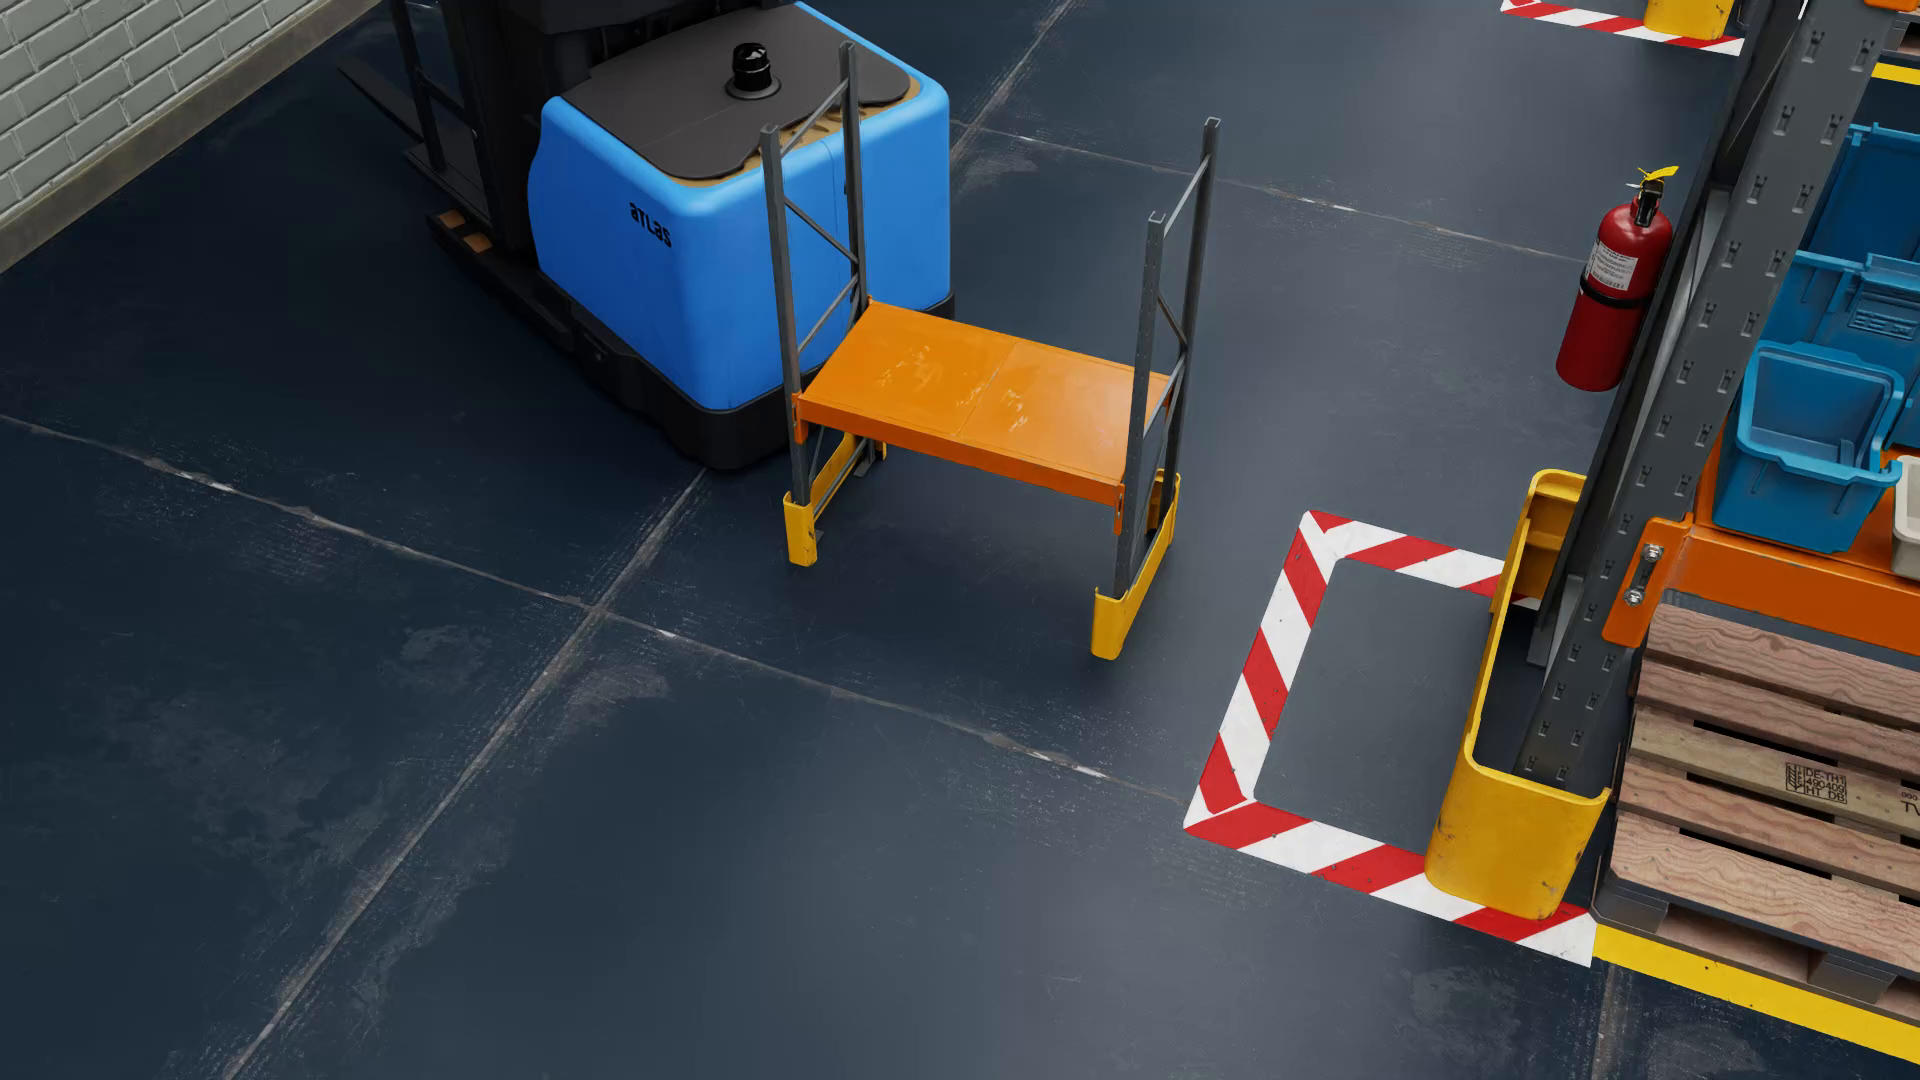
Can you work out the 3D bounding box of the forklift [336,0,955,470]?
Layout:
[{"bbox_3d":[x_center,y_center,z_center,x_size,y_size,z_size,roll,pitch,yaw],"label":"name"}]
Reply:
[{"bbox_3d":[-1.363,-2.232,5.415,1.130,2.935,3.031,-32,53,-28],"label":"forklift"}]

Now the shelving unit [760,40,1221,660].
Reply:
[{"bbox_3d":[0.070,-0.511,4.700,1.083,1.500,0.587,16,47,16],"label":"shelving unit"}]

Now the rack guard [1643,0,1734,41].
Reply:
[{"bbox_3d":[3.496,-2.845,7.755,0.348,0.500,1.175,16,47,16],"label":"rack guard"}]

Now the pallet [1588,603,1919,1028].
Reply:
[{"bbox_3d":[2.357,0.737,4.359,1.213,0.211,1.003,16,47,16],"label":"pallet"}]

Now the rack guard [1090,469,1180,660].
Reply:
[{"bbox_3d":[0.530,0.067,5.005,0.087,0.250,0.587,16,47,16],"label":"rack guard"}]

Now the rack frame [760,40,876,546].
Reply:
[{"bbox_3d":[-0.390,-0.647,4.836,0.032,1.500,0.500,16,47,16],"label":"rack frame"}]

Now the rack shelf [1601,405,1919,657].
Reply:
[{"bbox_3d":[3.457,0.298,3.334,4.000,0.370,1.077,16,47,16],"label":"rack shelf"}]

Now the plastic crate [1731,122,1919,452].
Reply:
[{"bbox_3d":[1.992,-0.565,3.623,0.499,0.435,0.616,16,47,16],"label":"plastic crate"}]

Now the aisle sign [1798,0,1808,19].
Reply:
[{"bbox_3d":[1.430,-1.248,2.535,0.004,0.787,0.394,16,47,16],"label":"aisle sign"}]

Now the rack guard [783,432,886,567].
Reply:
[{"bbox_3d":[-0.389,-0.203,5.277,0.087,0.250,0.587,16,47,16],"label":"rack guard"}]

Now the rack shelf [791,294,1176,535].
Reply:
[{"bbox_3d":[0.079,-0.381,4.825,1.000,0.185,0.538,16,47,16],"label":"rack shelf"}]

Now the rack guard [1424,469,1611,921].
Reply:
[{"bbox_3d":[1.584,0.388,4.506,0.348,0.500,1.175,16,47,16],"label":"rack guard"}]

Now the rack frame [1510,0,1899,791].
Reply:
[{"bbox_3d":[1.611,-0.500,3.626,0.127,3.000,1.000,16,47,16],"label":"rack frame"}]

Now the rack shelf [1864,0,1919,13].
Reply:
[{"bbox_3d":[3.457,-0.766,2.276,4.000,0.370,1.077,16,47,16],"label":"rack shelf"}]

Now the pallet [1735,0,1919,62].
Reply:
[{"bbox_3d":[4.286,-2.570,7.683,1.213,0.211,1.003,16,47,16],"label":"pallet"}]

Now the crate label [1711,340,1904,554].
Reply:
[{"bbox_3d":[1.712,-0.181,3.381,0.303,0.233,0.416,16,47,16],"label":"crate label"}]

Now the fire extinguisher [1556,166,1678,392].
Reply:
[{"bbox_3d":[1.647,-0.678,4.124,0.183,0.674,0.296,16,47,16],"label":"fire extinguisher"}]

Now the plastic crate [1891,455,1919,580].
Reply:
[{"bbox_3d":[1.976,-0.006,3.274,0.298,0.136,0.250,16,47,16],"label":"plastic crate"}]

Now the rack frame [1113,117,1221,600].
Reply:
[{"bbox_3d":[0.548,-0.370,4.559,0.032,1.500,0.500,16,47,16],"label":"rack frame"}]
